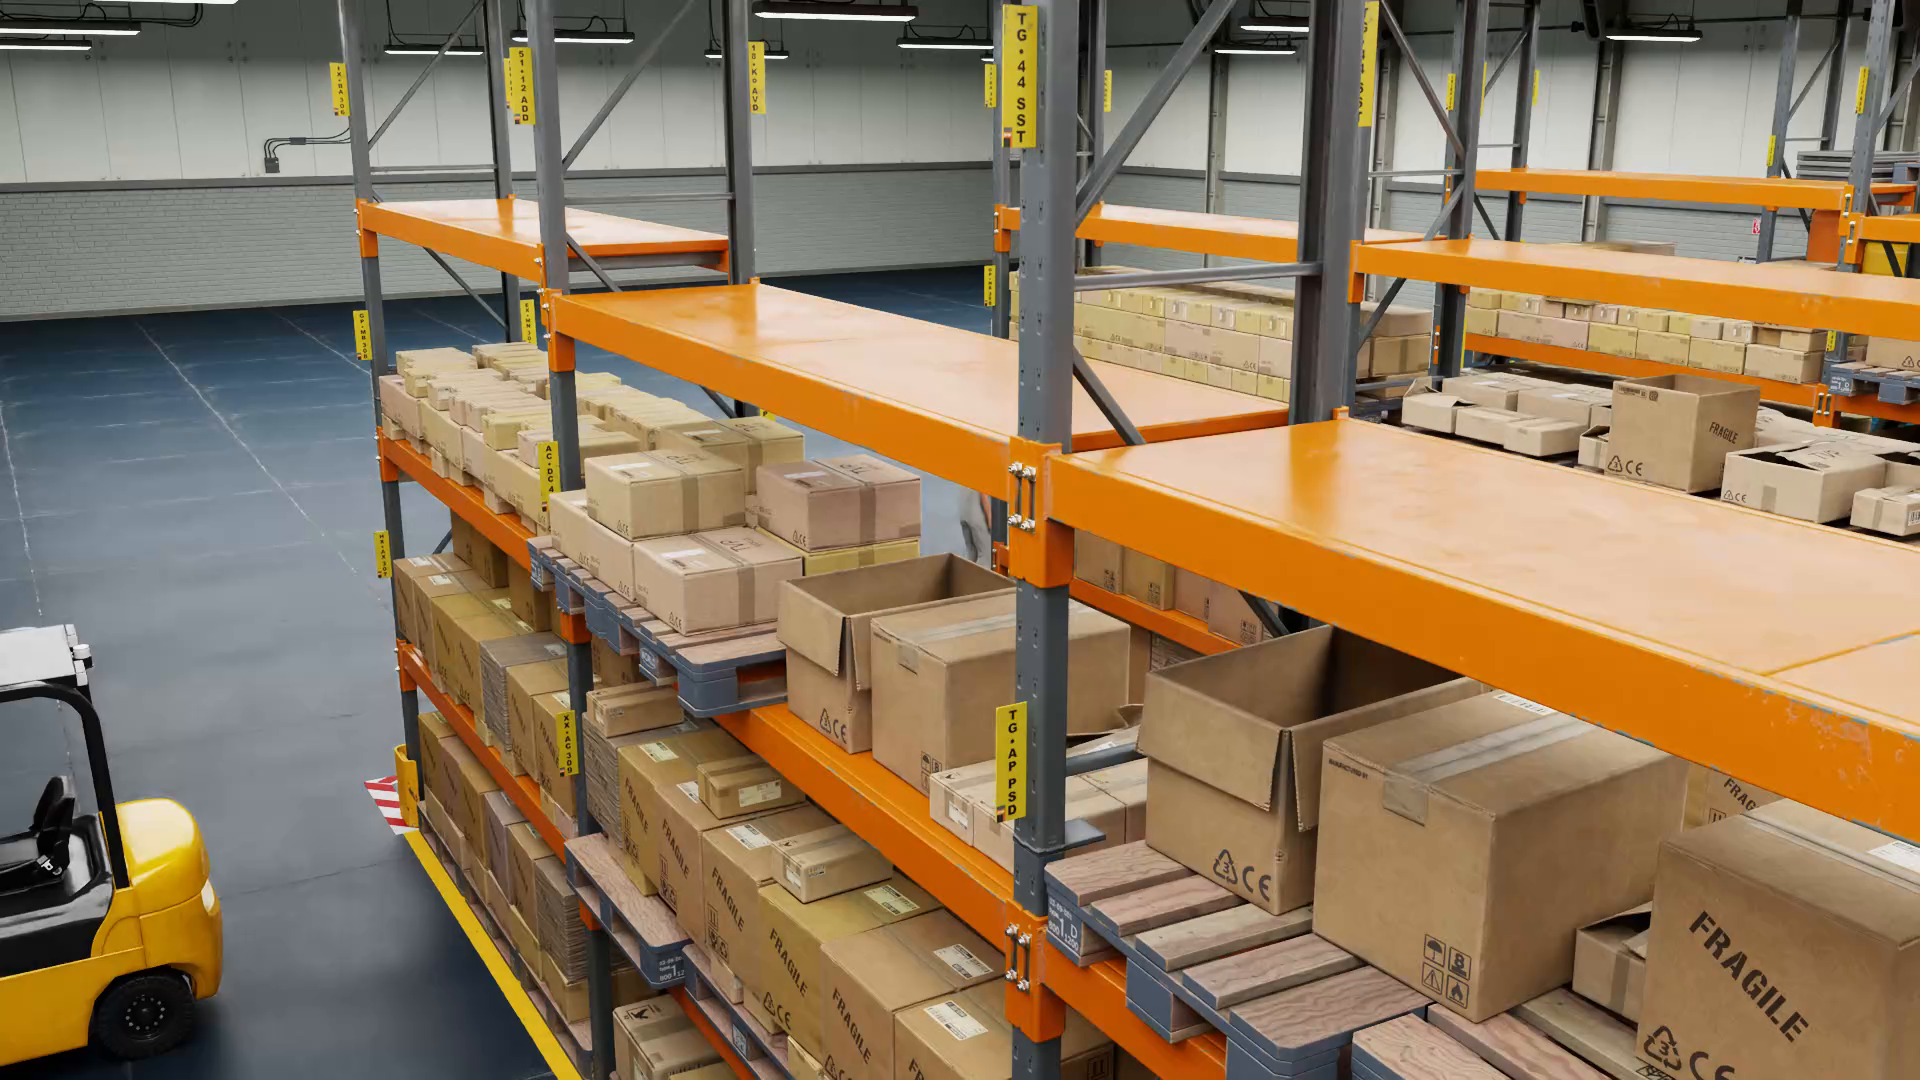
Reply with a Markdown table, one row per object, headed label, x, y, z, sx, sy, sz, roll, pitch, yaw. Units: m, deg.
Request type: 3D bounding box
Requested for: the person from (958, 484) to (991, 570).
| label | x | y | z | sx | sy | sz | roll | pitch | yaw |
| --- | --- | --- | --- | --- | --- | --- | --- | --- | --- |
| person | 0.182 | -0.214 | 16.825 | 0.368 | 1.671 | 0.498 | -10 | 18 | -32 |
